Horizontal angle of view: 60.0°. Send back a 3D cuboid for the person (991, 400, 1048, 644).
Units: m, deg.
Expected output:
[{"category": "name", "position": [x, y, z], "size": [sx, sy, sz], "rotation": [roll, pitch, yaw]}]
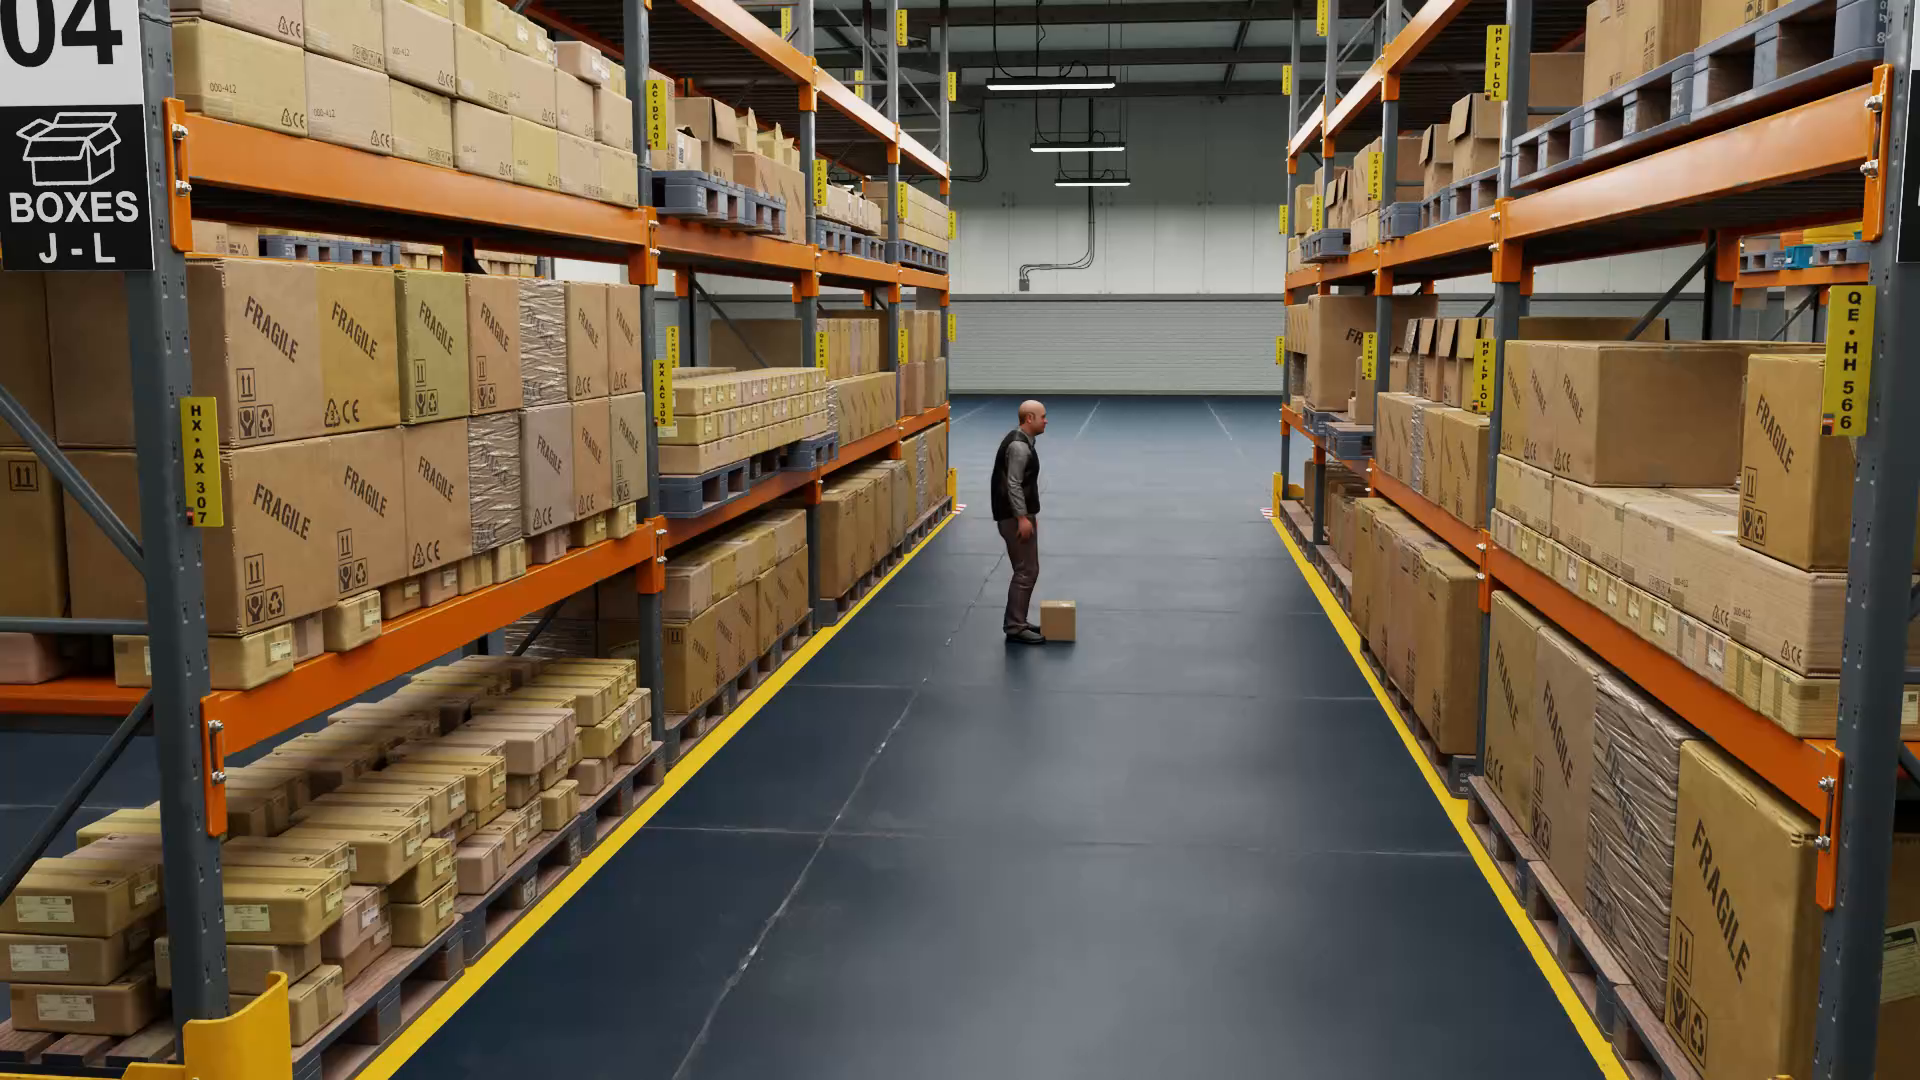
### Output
[{"category": "person", "position": [0.430, -0.145, 11.981], "size": [0.421, 1.720, 0.580], "rotation": [1, 8, 6]}]
